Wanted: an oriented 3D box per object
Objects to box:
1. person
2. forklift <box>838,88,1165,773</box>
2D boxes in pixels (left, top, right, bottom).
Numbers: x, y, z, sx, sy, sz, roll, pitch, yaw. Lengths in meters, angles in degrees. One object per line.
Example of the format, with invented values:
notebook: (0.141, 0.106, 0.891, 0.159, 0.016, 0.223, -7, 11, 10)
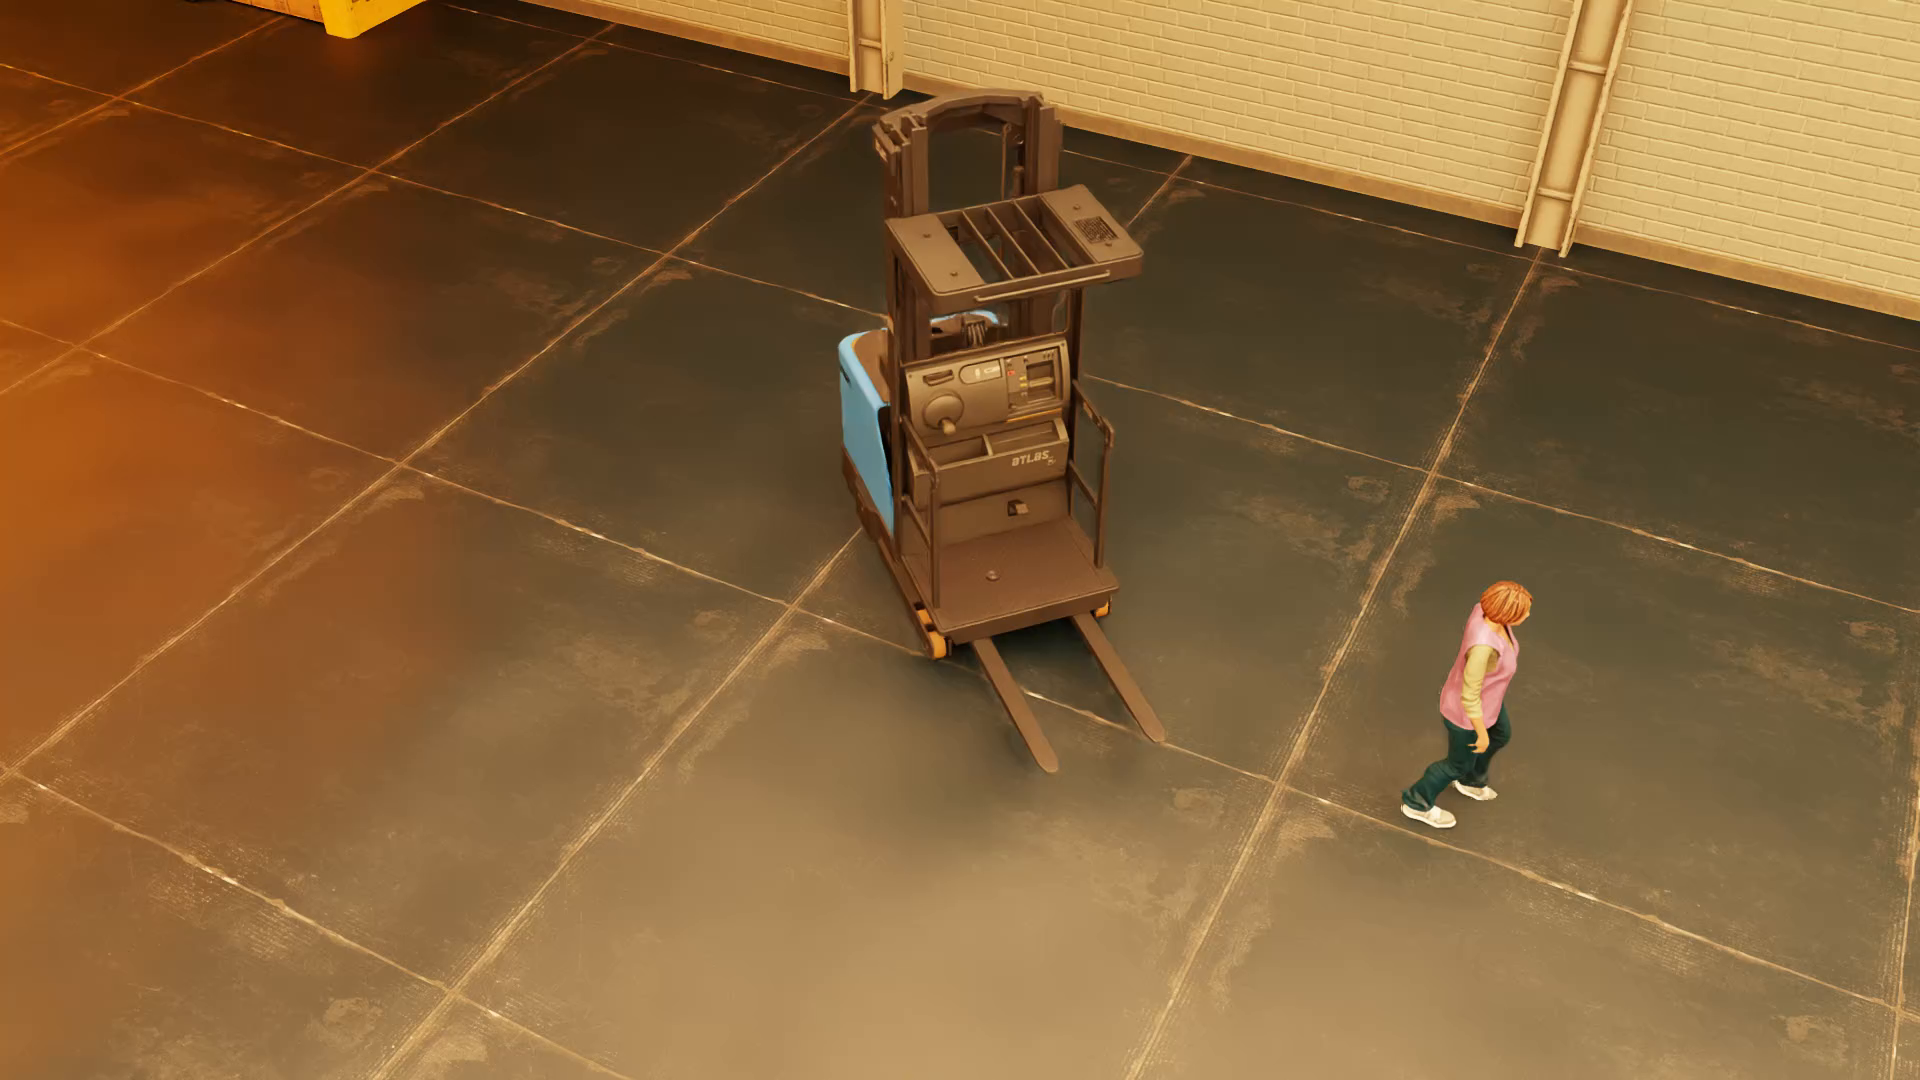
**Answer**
person: (2.515, 0.861, 8.123, 0.482, 1.543, 0.510, 13, 42, 15)
forklift: (0.235, -0.749, 8.875, 1.130, 2.935, 3.031, -13, 42, -15)
